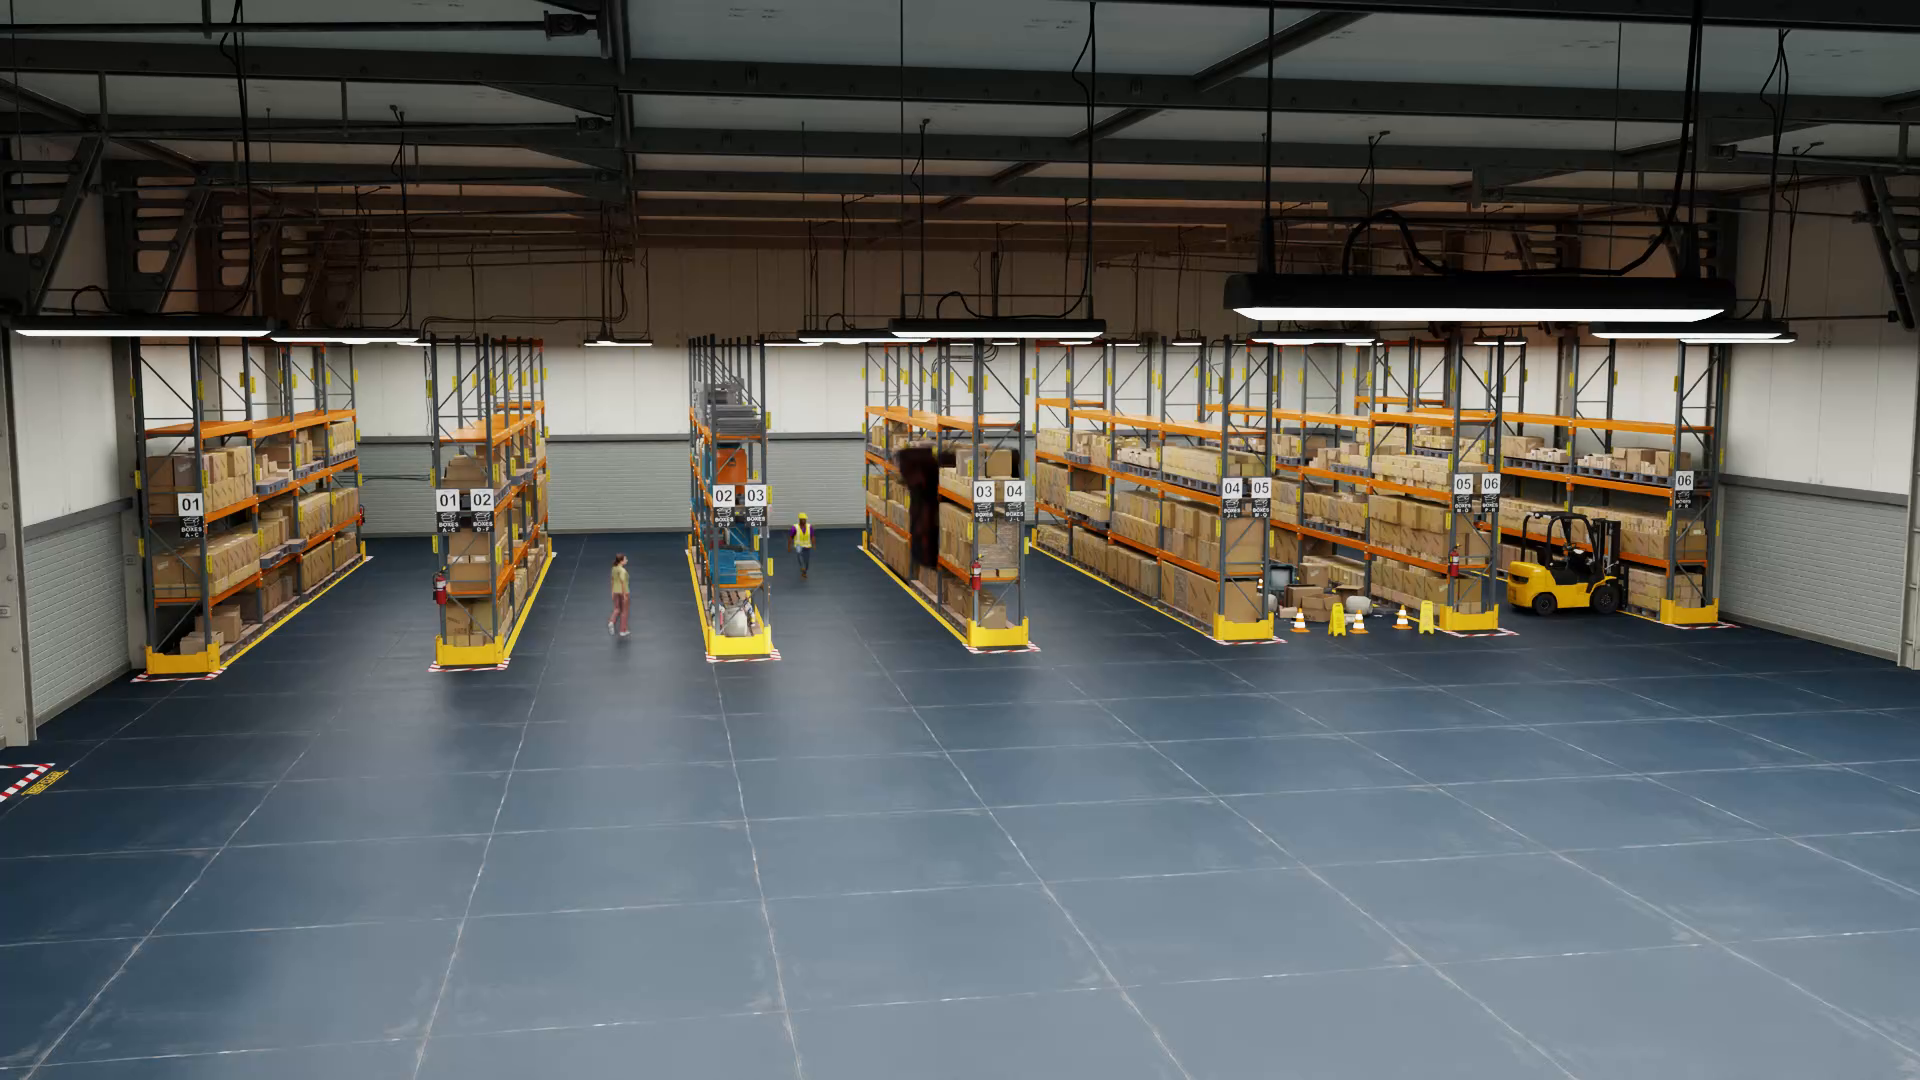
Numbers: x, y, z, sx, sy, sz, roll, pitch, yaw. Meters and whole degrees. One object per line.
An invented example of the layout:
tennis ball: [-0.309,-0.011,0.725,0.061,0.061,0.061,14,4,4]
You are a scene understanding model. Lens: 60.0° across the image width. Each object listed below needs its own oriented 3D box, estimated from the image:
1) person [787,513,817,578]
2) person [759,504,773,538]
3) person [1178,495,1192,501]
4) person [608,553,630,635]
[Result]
person: [-3.886,0.157,40.952,0.707,1.656,1.080,-2,7,-15]
person: [-5.966,-0.839,50.641,0.516,1.618,0.331,0,7,1]
person: [7.149,-1.177,52.599,0.825,1.725,0.563,-3,7,-25]
person: [-6.810,1.088,33.169,0.448,1.663,0.584,3,7,23]
